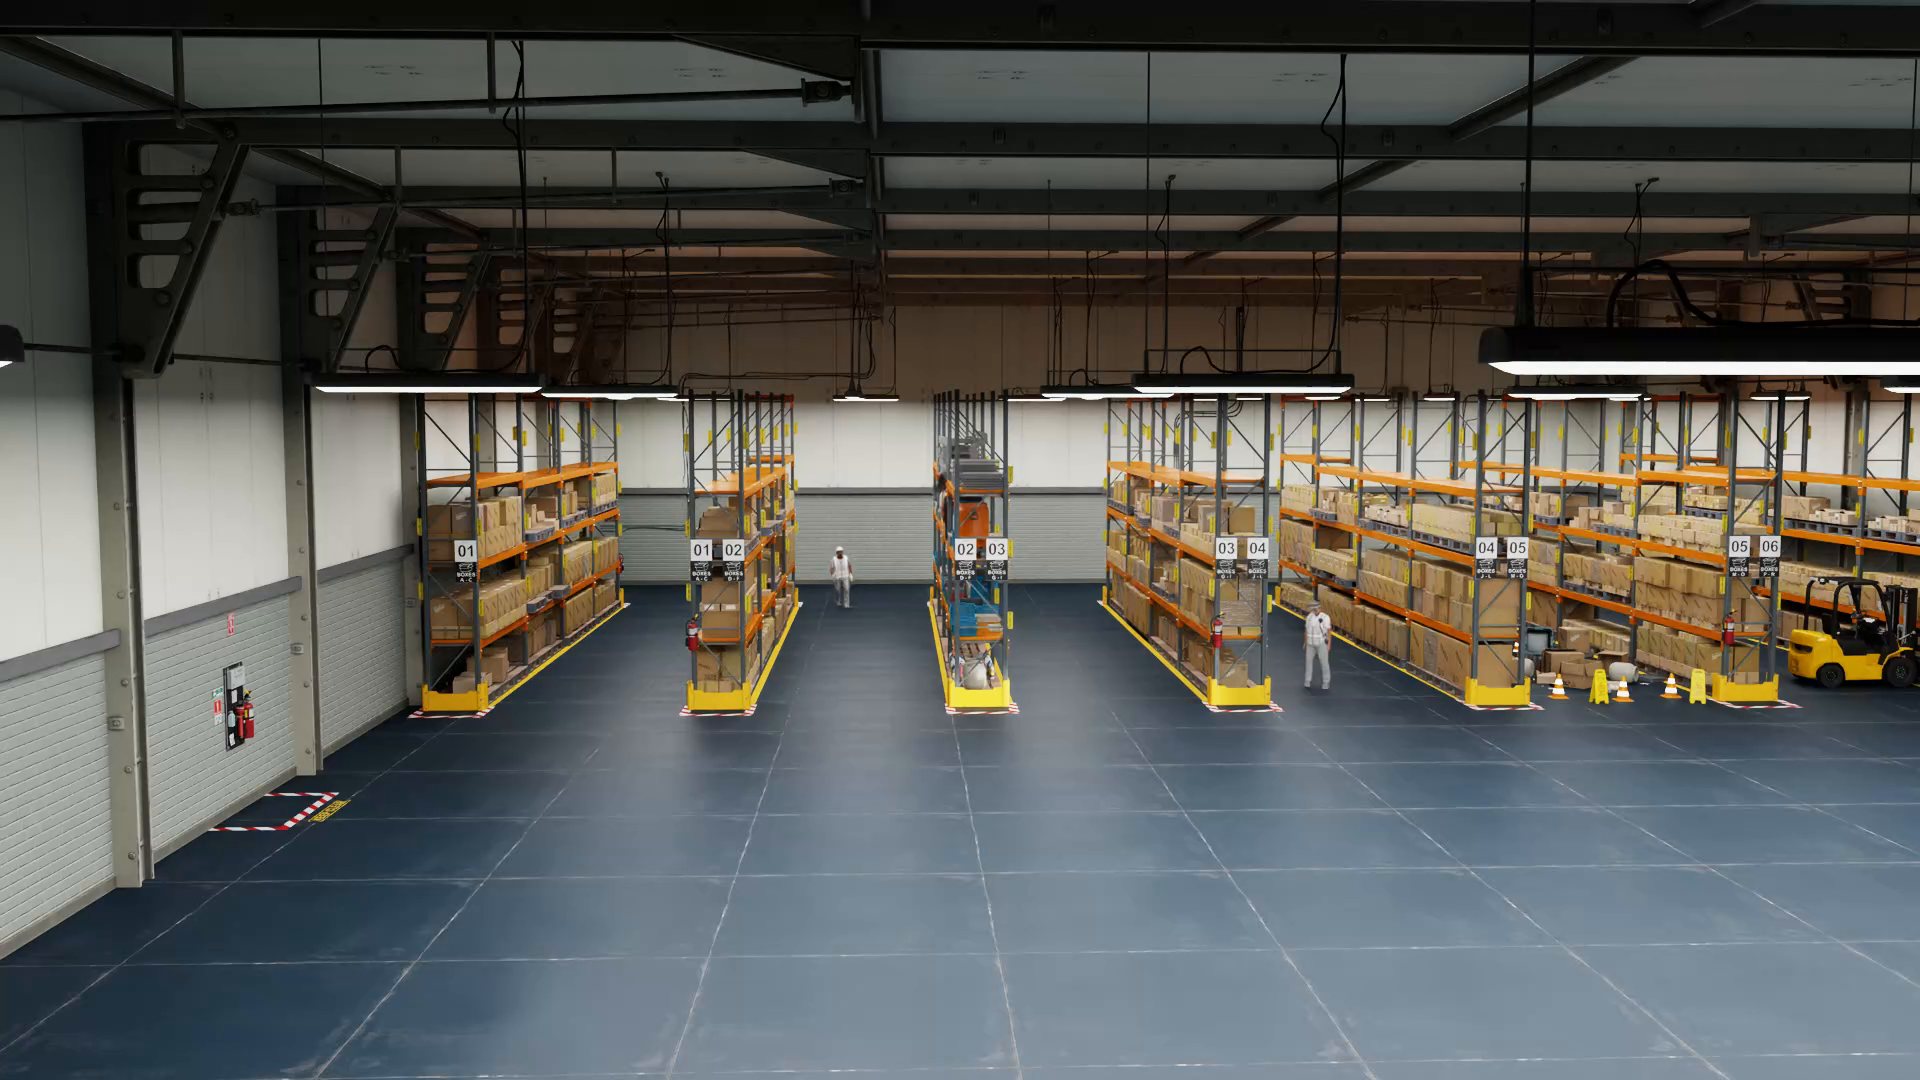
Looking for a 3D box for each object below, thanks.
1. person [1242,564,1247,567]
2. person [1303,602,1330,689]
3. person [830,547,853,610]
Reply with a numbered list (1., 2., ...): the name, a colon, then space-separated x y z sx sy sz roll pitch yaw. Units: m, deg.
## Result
1. person: 8.281 1.101 48.345 0.366 1.340 0.752 2 5 26
2. person: 7.214 2.113 33.603 0.558 1.746 0.369 4 6 39
3. person: -3.321 1.061 46.643 0.650 1.757 0.976 -1 5 -11
